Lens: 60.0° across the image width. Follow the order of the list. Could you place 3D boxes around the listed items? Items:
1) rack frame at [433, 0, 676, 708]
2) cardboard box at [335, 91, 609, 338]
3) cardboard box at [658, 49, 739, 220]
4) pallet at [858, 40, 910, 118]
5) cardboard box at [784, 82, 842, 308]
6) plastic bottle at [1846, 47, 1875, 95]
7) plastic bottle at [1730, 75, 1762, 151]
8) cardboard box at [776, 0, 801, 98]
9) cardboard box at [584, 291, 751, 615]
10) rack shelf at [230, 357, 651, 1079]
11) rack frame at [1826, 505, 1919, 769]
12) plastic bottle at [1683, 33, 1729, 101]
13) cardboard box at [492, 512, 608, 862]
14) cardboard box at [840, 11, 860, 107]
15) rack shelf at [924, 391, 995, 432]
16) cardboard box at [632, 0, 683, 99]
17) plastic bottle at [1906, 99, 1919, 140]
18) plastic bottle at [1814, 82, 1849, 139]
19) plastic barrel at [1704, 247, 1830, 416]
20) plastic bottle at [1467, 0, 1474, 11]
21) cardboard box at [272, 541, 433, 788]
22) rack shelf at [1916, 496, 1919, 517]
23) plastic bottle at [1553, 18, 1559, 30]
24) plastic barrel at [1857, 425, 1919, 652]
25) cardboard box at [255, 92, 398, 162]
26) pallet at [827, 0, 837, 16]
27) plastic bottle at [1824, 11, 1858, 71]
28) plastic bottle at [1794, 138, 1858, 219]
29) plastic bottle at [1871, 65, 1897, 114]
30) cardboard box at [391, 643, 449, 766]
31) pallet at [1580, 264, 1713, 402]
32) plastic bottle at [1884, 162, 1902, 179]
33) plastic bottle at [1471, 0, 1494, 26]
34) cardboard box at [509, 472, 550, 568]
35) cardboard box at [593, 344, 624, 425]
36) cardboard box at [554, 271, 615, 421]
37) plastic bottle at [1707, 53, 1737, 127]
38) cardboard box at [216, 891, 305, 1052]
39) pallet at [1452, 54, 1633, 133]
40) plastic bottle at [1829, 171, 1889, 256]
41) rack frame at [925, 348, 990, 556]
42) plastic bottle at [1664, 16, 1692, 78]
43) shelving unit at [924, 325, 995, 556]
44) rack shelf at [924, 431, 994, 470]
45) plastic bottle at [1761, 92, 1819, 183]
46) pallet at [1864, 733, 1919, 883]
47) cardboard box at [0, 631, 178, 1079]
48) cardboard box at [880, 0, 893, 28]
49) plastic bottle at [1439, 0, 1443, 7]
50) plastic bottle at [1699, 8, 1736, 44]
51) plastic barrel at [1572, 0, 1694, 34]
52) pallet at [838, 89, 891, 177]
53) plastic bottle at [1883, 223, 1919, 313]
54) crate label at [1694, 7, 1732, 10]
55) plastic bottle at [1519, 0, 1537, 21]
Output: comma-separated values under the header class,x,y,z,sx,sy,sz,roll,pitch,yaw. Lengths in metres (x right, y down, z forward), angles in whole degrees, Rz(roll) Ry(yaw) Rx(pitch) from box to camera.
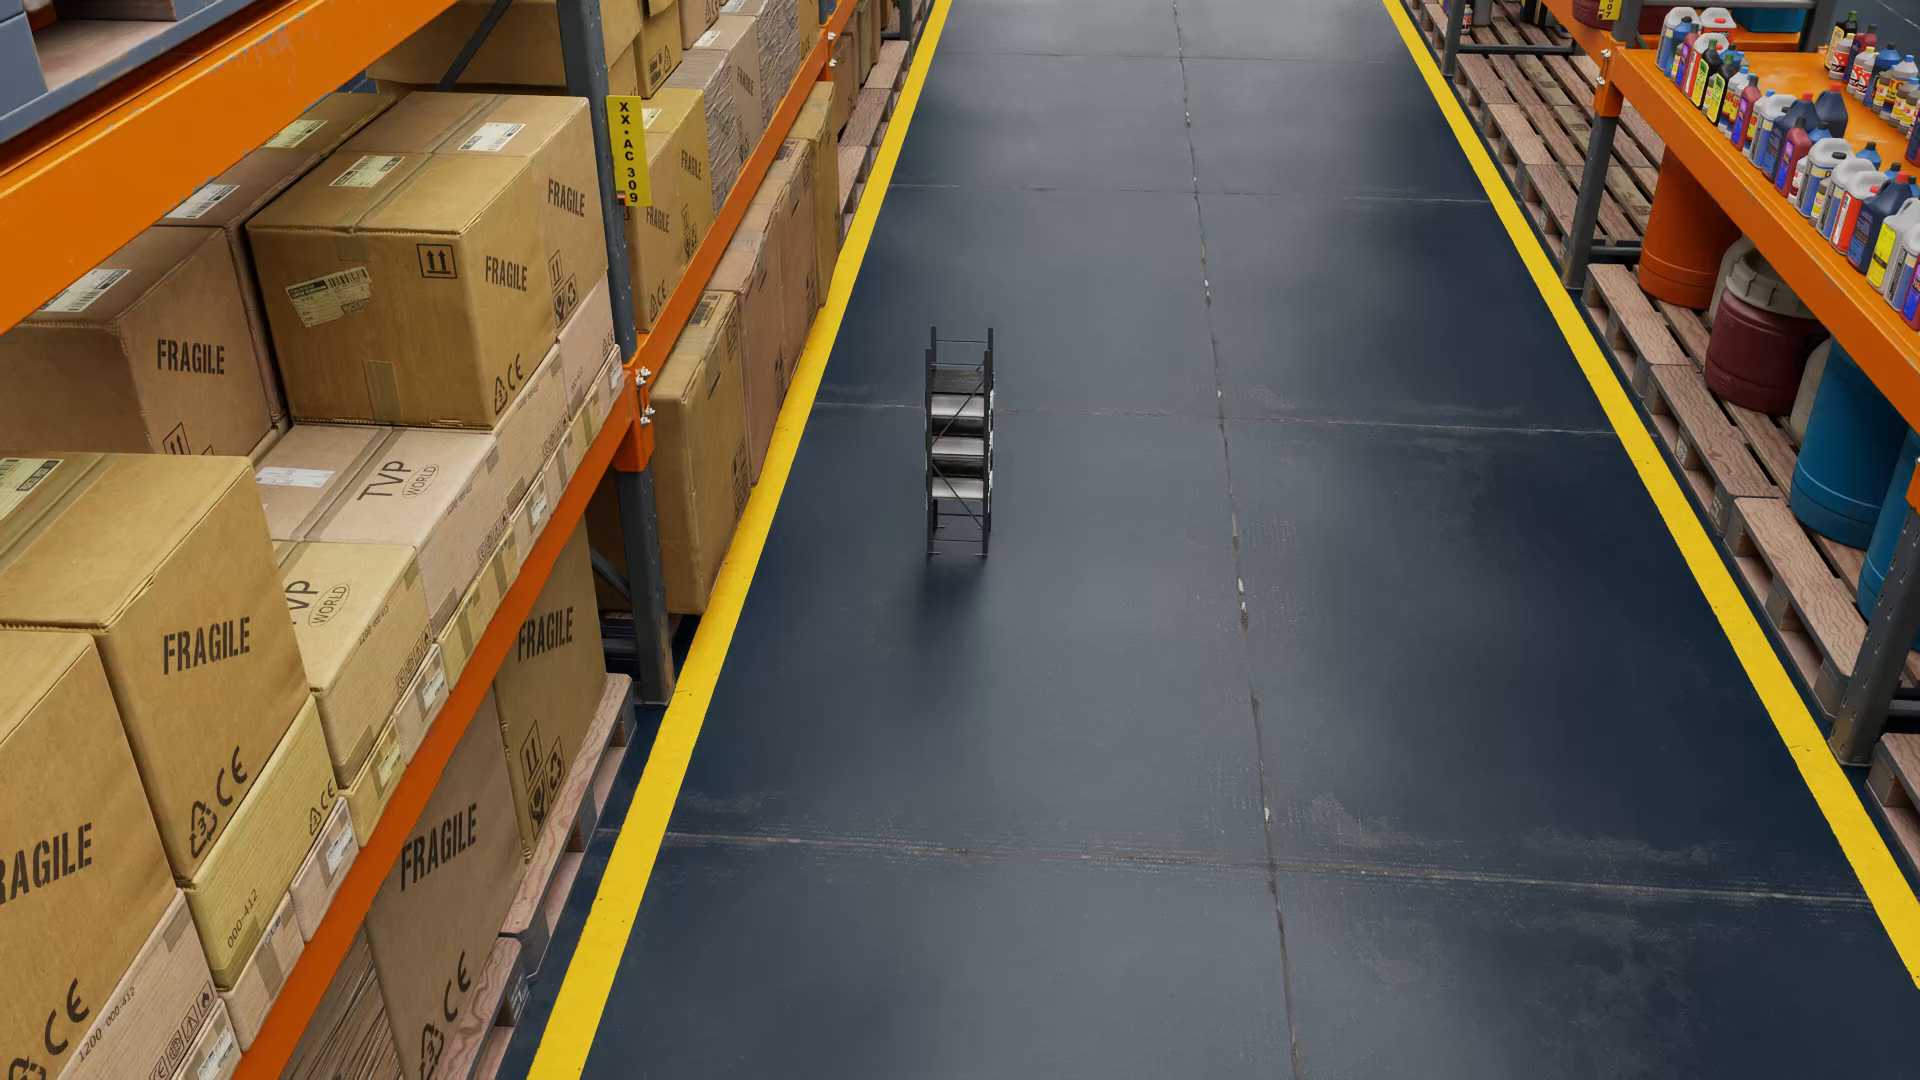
class,x,y,z,sx,sy,sz,roll,pitch,yaw
rack frame,-1.511,-0.744,5.098,1.000,3.000,0.127,2,32,4
cardboard box,-1.282,-0.874,4.454,0.500,0.500,0.500,3,32,5
cardboard box,-1.143,-1.541,6.296,0.500,0.500,0.500,2,32,3
pallet,-0.922,-3.333,11.957,1.003,0.211,1.213,2,32,4
cardboard box,-1.262,-1.750,8.355,1.225,0.875,0.875,1,32,2
plastic bottle,4.097,-2.130,7.536,0.097,0.201,0.097,0,32,0
plastic bottle,3.254,-1.760,6.857,0.061,0.283,0.133,2,32,4
cardboard box,-1.025,-2.349,7.607,0.500,0.500,0.500,2,32,4
cardboard box,-1.479,-0.354,6.090,1.225,0.875,0.875,3,32,4
rack shelf,-1.674,0.608,3.590,1.077,0.370,4.000,2,32,4
rack frame,3.426,-0.532,4.755,1.000,3.000,0.127,2,32,4
plastic bottle,3.356,-2.117,7.444,0.152,0.276,0.135,2,32,4
cardboard box,-1.644,0.323,4.991,0.875,0.875,0.875,2,32,4
cardboard box,-1.034,-3.189,11.029,0.700,0.500,0.500,0,32,0
rack shelf,-0.001,-0.504,6.430,0.258,0.077,0.200,2,32,4
cardboard box,-1.400,-1.906,5.933,0.797,0.503,0.637,3,32,5
plastic bottle,4.042,-1.773,6.958,0.097,0.201,0.097,0,32,0
plastic bottle,3.427,-1.646,6.609,0.144,0.351,0.185,2,32,4
plastic barrel,3.636,-0.929,7.297,0.600,0.588,0.708,2,32,4
plastic bottle,3.842,-4.124,12.689,0.144,0.351,0.185,2,32,3
cardboard box,-1.411,0.238,3.365,0.500,0.250,0.500,2,32,3
rack shelf,3.263,0.820,3.247,1.077,0.370,4.000,2,32,4
plastic bottle,4.556,-3.966,12.574,0.097,0.201,0.097,0,32,0
plastic barrel,3.487,-0.102,5.656,0.600,0.901,0.708,2,32,4
cardboard box,-1.805,-0.887,4.474,0.500,0.500,0.500,2,32,4
pallet,-1.233,-3.131,9.155,1.213,0.211,1.003,2,32,4
plastic bottle,4.144,-2.345,7.807,0.061,0.283,0.133,2,32,4
plastic bottle,3.236,-1.346,6.193,0.152,0.276,0.135,2,32,4
plastic bottle,4.073,-1.977,7.288,0.097,0.201,0.097,0,32,0
cardboard box,-1.335,0.341,3.576,0.380,0.149,0.250,3,32,5
pallet,3.729,-1.023,8.209,1.003,0.211,1.213,2,32,4
plastic bottle,3.343,-1.227,6.005,0.097,0.271,0.097,0,32,0
plastic bottle,3.986,-4.118,12.679,0.144,0.351,0.185,2,32,4
cardboard box,-1.272,-0.060,4.228,0.380,0.149,0.250,3,32,5
cardboard box,-1.209,-0.464,4.883,0.380,0.149,0.250,3,32,4
cardboard box,-1.285,-0.565,4.667,0.500,0.250,0.500,2,32,3
plastic bottle,3.281,-1.931,7.136,0.061,0.283,0.133,2,32,4
cardboard box,-1.397,0.746,2.920,0.380,0.149,0.250,2,32,3
pallet,4.052,-3.116,11.605,1.003,0.211,1.213,2,32,4
plastic bottle,3.206,-1.154,5.882,0.152,0.276,0.135,2,32,4
rack frame,-0.009,-0.326,6.421,0.240,0.900,0.006,2,32,4
plastic bottle,3.357,-2.297,7.741,0.097,0.271,0.097,0,32,0
shelving unit,-0.001,-0.379,6.507,0.258,0.900,0.210,2,32,4
rack shelf,-0.001,-0.350,6.525,0.258,0.077,0.200,2,32,4
plastic bottle,3.264,-1.582,6.505,0.144,0.351,0.185,2,32,4
pallet,3.404,1.041,4.860,1.003,0.211,1.213,2,32,4
cardboard box,-1.488,0.465,2.282,0.500,0.500,0.500,2,32,3
cardboard box,-0.787,-4.249,12.768,0.500,0.500,0.500,2,32,2
plastic bottle,3.884,-4.394,13.126,0.144,0.351,0.185,2,32,4
plastic bottle,3.545,-2.352,7.826,0.152,0.276,0.135,2,32,4
plastic barrel,3.487,-2.938,8.528,0.600,0.536,0.708,2,32,4
pallet,-1.018,-2.693,10.919,1.003,0.211,1.213,2,32,4
plastic bottle,3.165,-0.891,5.454,0.152,0.276,0.135,2,32,4
crate label,4.102,-3.147,8.964,0.502,0.435,0.616,2,32,4
plastic bottle,4.413,-4.186,12.789,0.144,0.351,0.185,2,32,4
